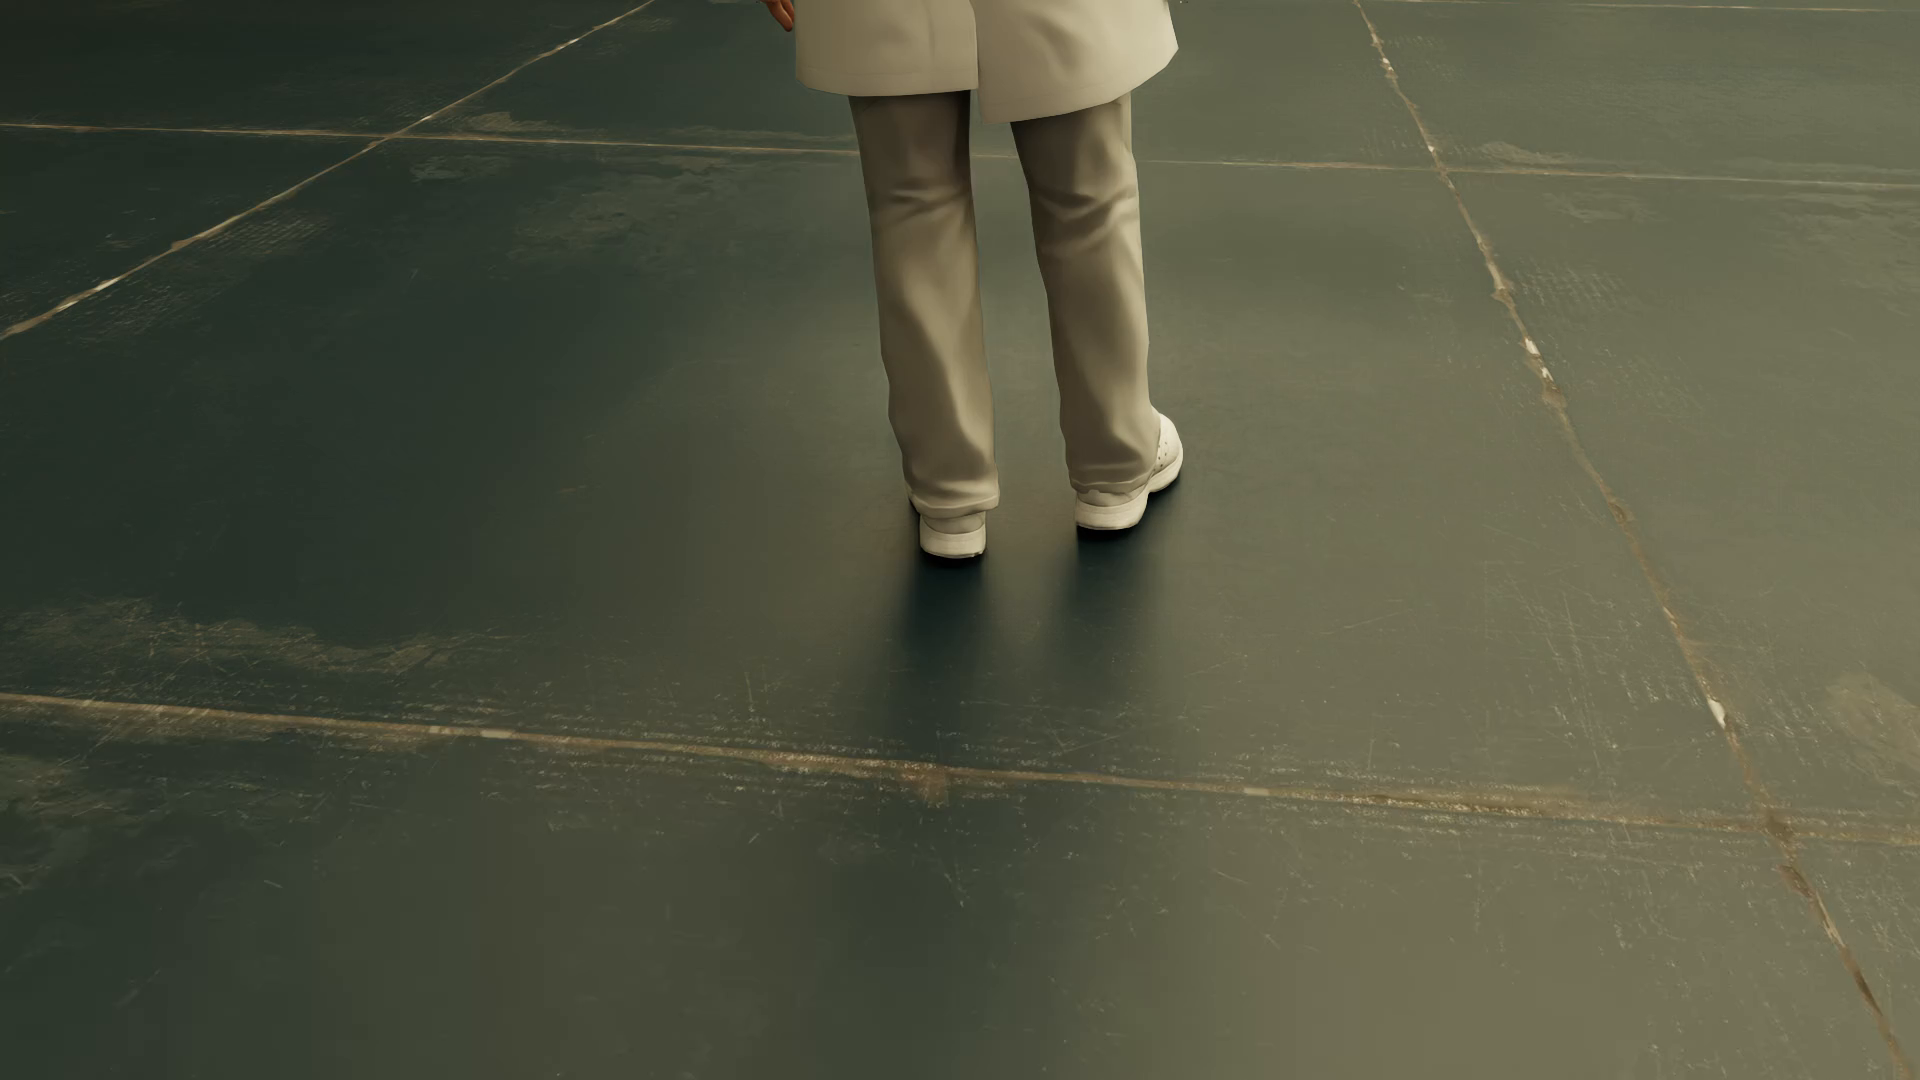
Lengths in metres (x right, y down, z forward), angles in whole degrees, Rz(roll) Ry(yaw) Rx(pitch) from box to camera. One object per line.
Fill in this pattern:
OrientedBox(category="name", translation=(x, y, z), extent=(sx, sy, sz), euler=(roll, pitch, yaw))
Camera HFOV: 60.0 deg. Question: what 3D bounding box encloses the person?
OrientedBox(category="person", translation=(0.017, -0.842, 2.181), extent=(0.696, 1.775, 0.577), euler=(3, 27, 7))
